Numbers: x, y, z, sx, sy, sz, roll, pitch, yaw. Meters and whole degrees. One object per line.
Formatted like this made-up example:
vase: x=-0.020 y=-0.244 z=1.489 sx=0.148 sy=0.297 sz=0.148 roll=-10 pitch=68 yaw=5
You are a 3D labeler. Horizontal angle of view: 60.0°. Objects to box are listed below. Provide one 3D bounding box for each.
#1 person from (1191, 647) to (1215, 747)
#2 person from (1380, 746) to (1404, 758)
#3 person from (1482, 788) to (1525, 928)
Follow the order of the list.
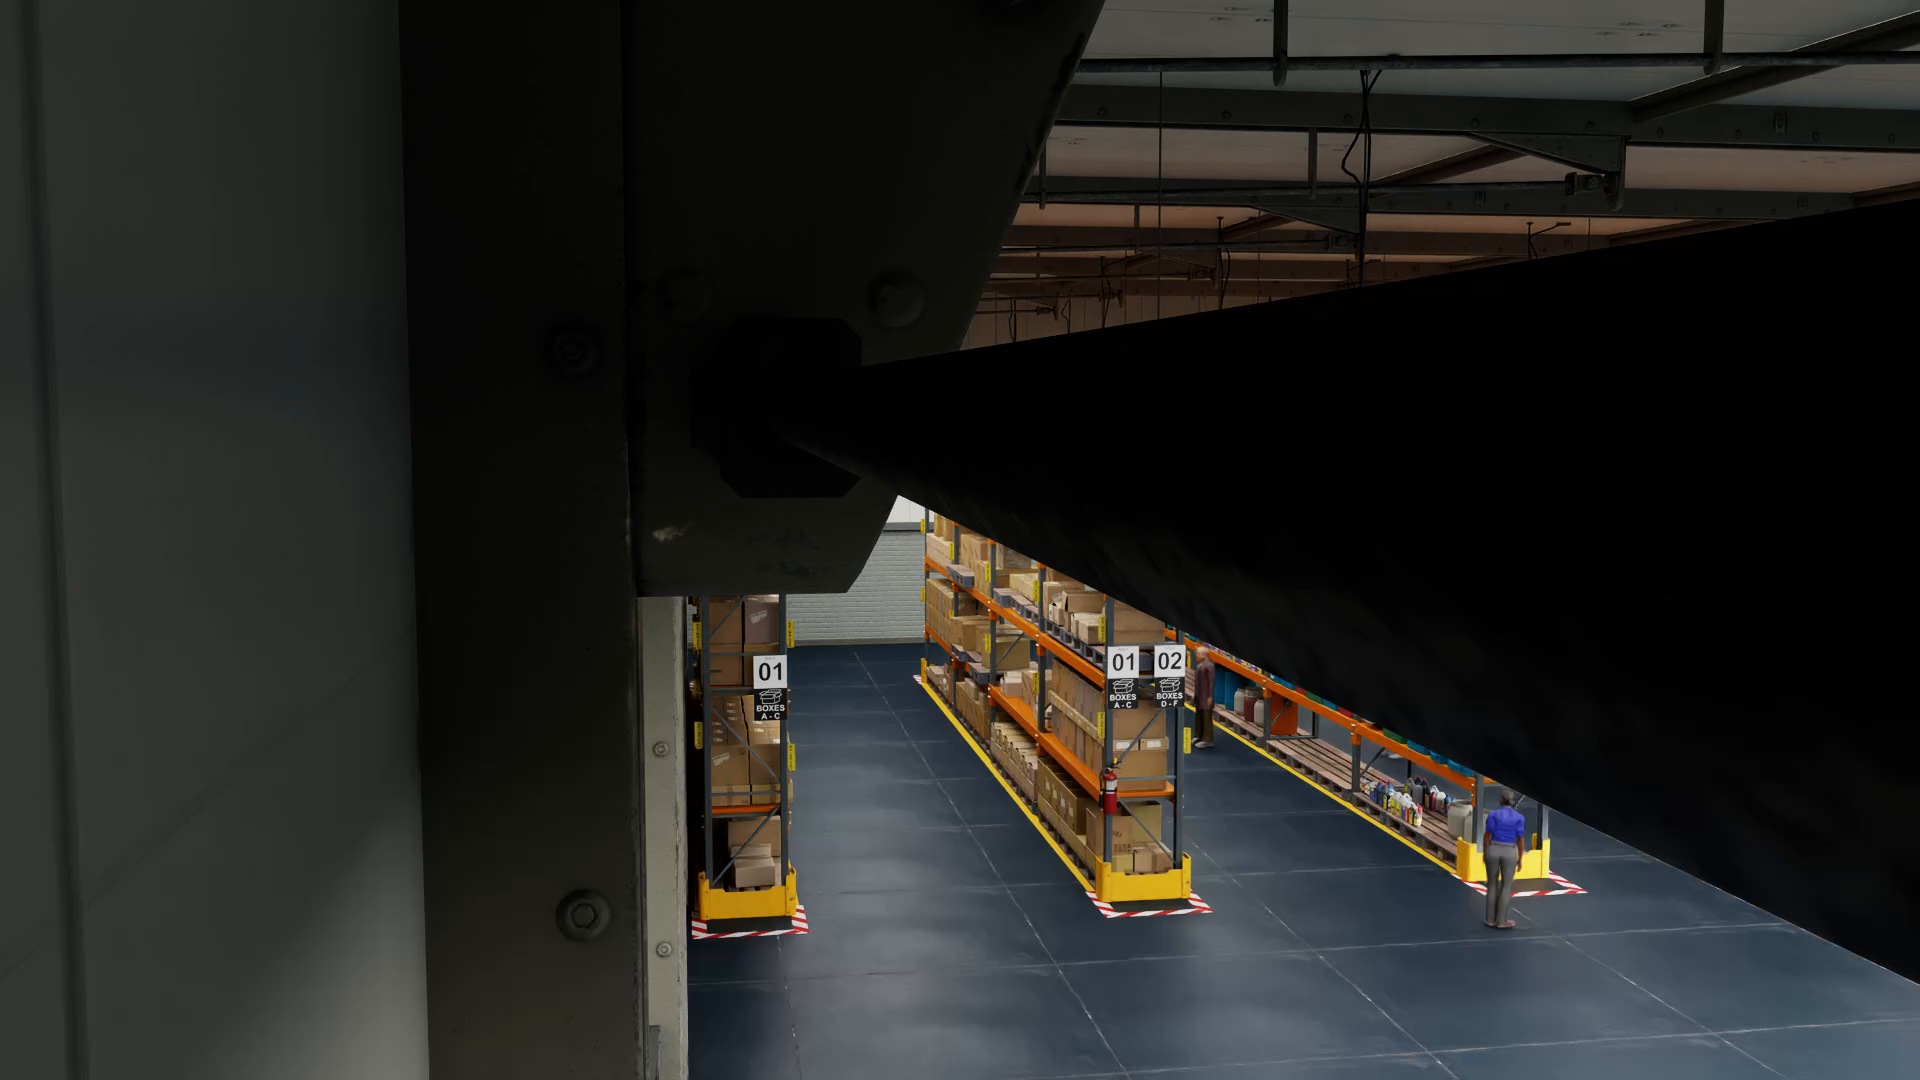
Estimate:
person: x=4.348 y=2.804 z=29.902 sx=0.424 sy=1.783 sz=0.634 roll=-1 pitch=5 yaw=-15
person: x=7.523 y=2.892 z=28.965 sx=0.431 sy=1.768 sz=0.633 roll=-2 pitch=6 yaw=-25
person: x=6.439 y=3.772 z=19.725 sx=0.474 sy=1.654 sz=0.332 roll=2 pitch=6 yaw=26
